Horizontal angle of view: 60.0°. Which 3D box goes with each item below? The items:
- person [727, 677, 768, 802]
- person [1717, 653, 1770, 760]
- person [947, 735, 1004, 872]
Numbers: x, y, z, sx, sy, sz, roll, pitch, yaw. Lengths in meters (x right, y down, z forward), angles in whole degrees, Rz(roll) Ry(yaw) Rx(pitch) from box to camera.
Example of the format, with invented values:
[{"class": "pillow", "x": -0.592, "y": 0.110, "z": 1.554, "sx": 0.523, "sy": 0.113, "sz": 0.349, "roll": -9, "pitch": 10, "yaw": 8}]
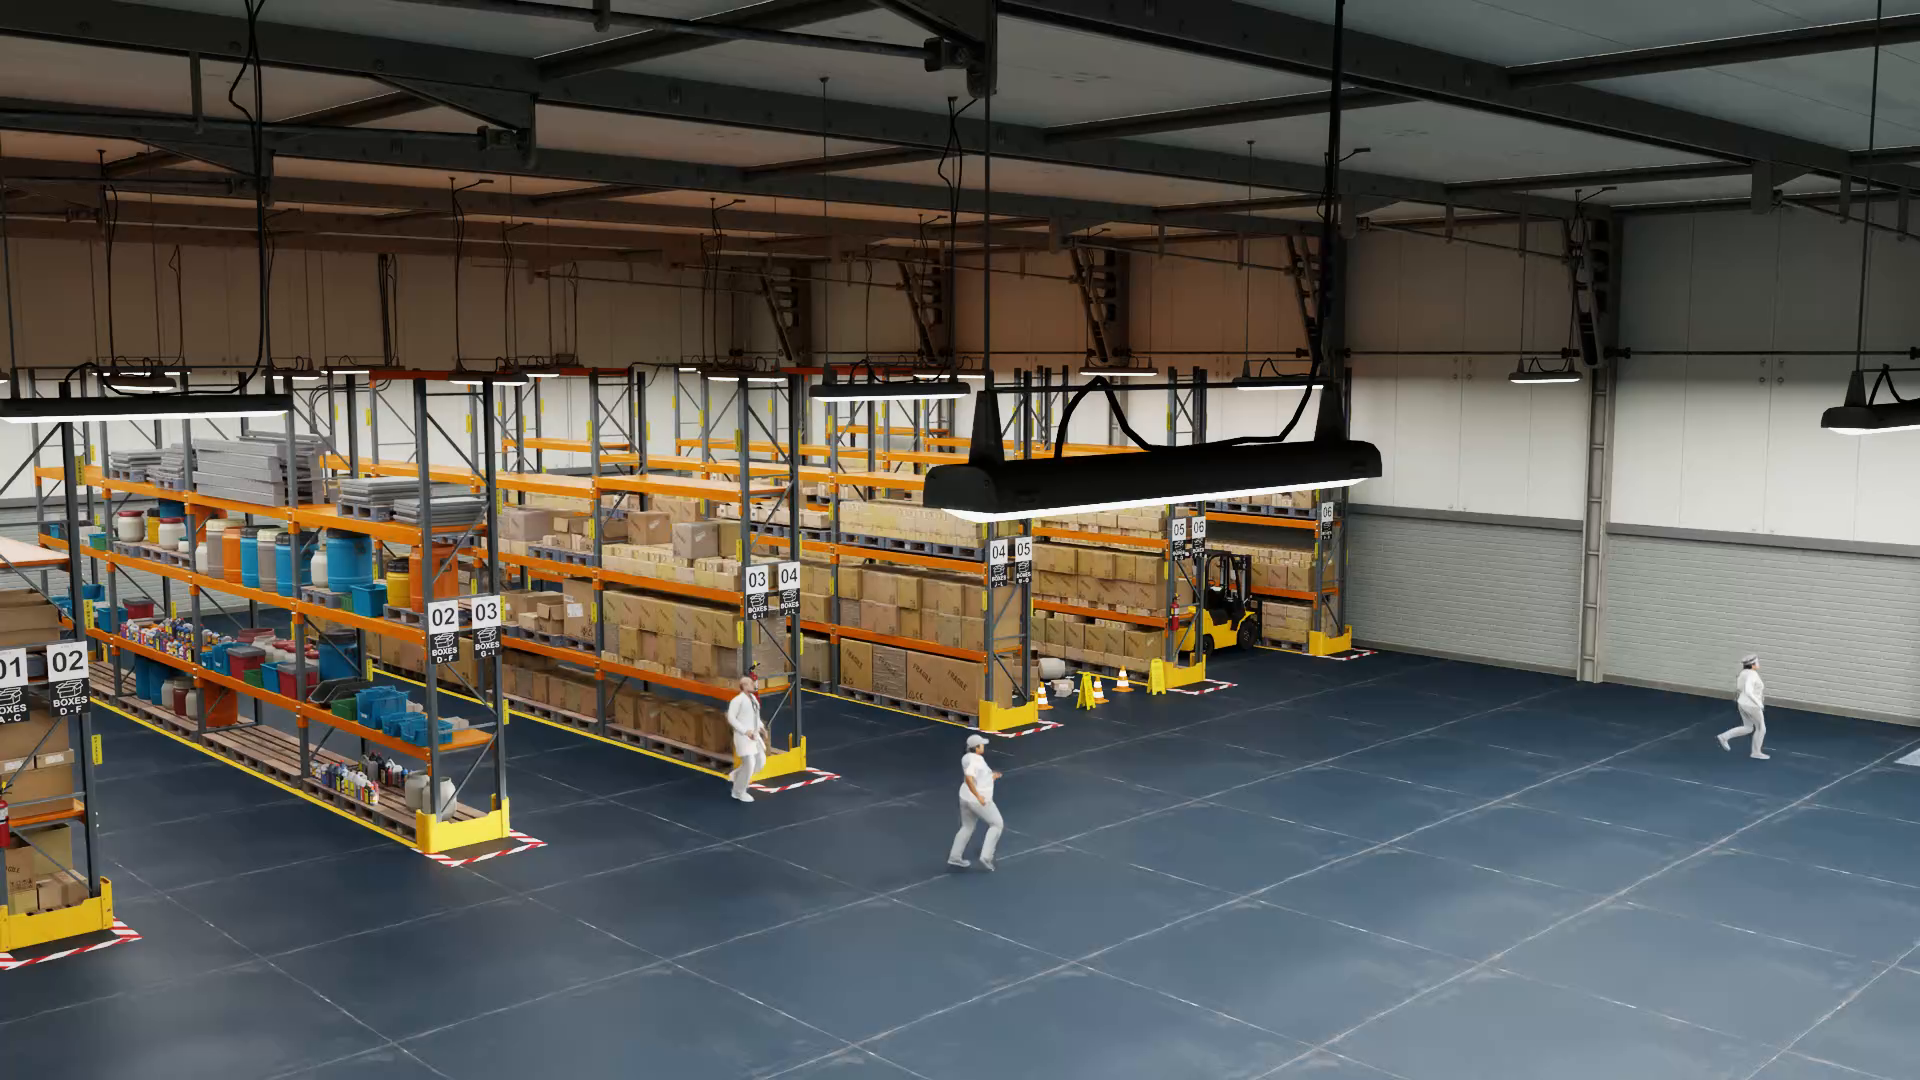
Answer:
[{"class": "person", "x": -3.028, "y": 2.914, "z": 23.675, "sx": 0.569, "sy": 1.530, "sz": 0.783, "roll": 3, "pitch": 7, "yaw": 23}, {"class": "person", "x": 12.240, "y": 2.586, "z": 25.872, "sx": 0.781, "sy": 1.665, "sz": 0.635, "roll": 0, "pitch": 6, "yaw": 4}, {"class": "person", "x": 0.209, "y": 3.226, "z": 20.331, "sx": 0.705, "sy": 1.715, "sz": 0.574, "roll": -4, "pitch": 7, "yaw": -29}]
